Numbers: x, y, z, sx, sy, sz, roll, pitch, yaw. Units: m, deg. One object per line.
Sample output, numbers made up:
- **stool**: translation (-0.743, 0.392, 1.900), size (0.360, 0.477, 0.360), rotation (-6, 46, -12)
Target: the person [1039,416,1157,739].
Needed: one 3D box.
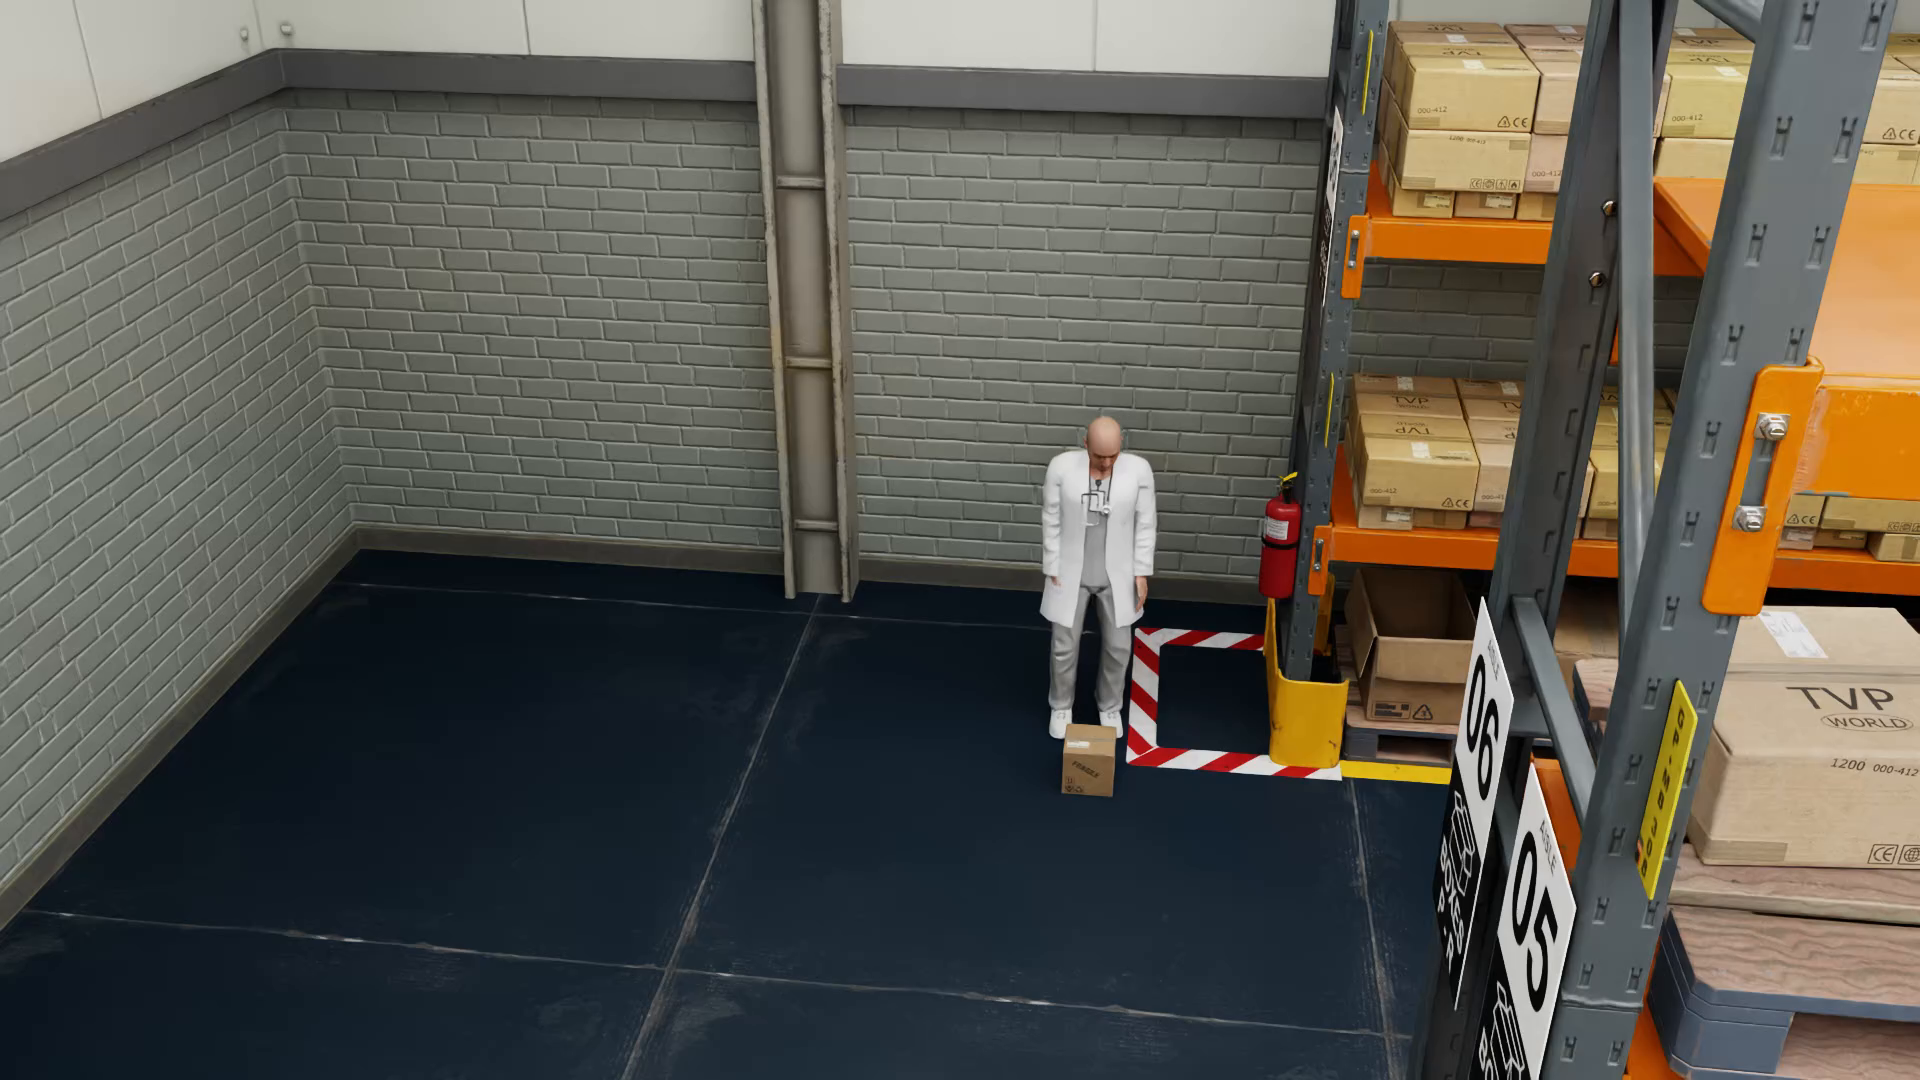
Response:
- **person**: translation (0.686, 0.186, 8.318), size (0.572, 1.763, 0.383), rotation (1, 28, 2)
